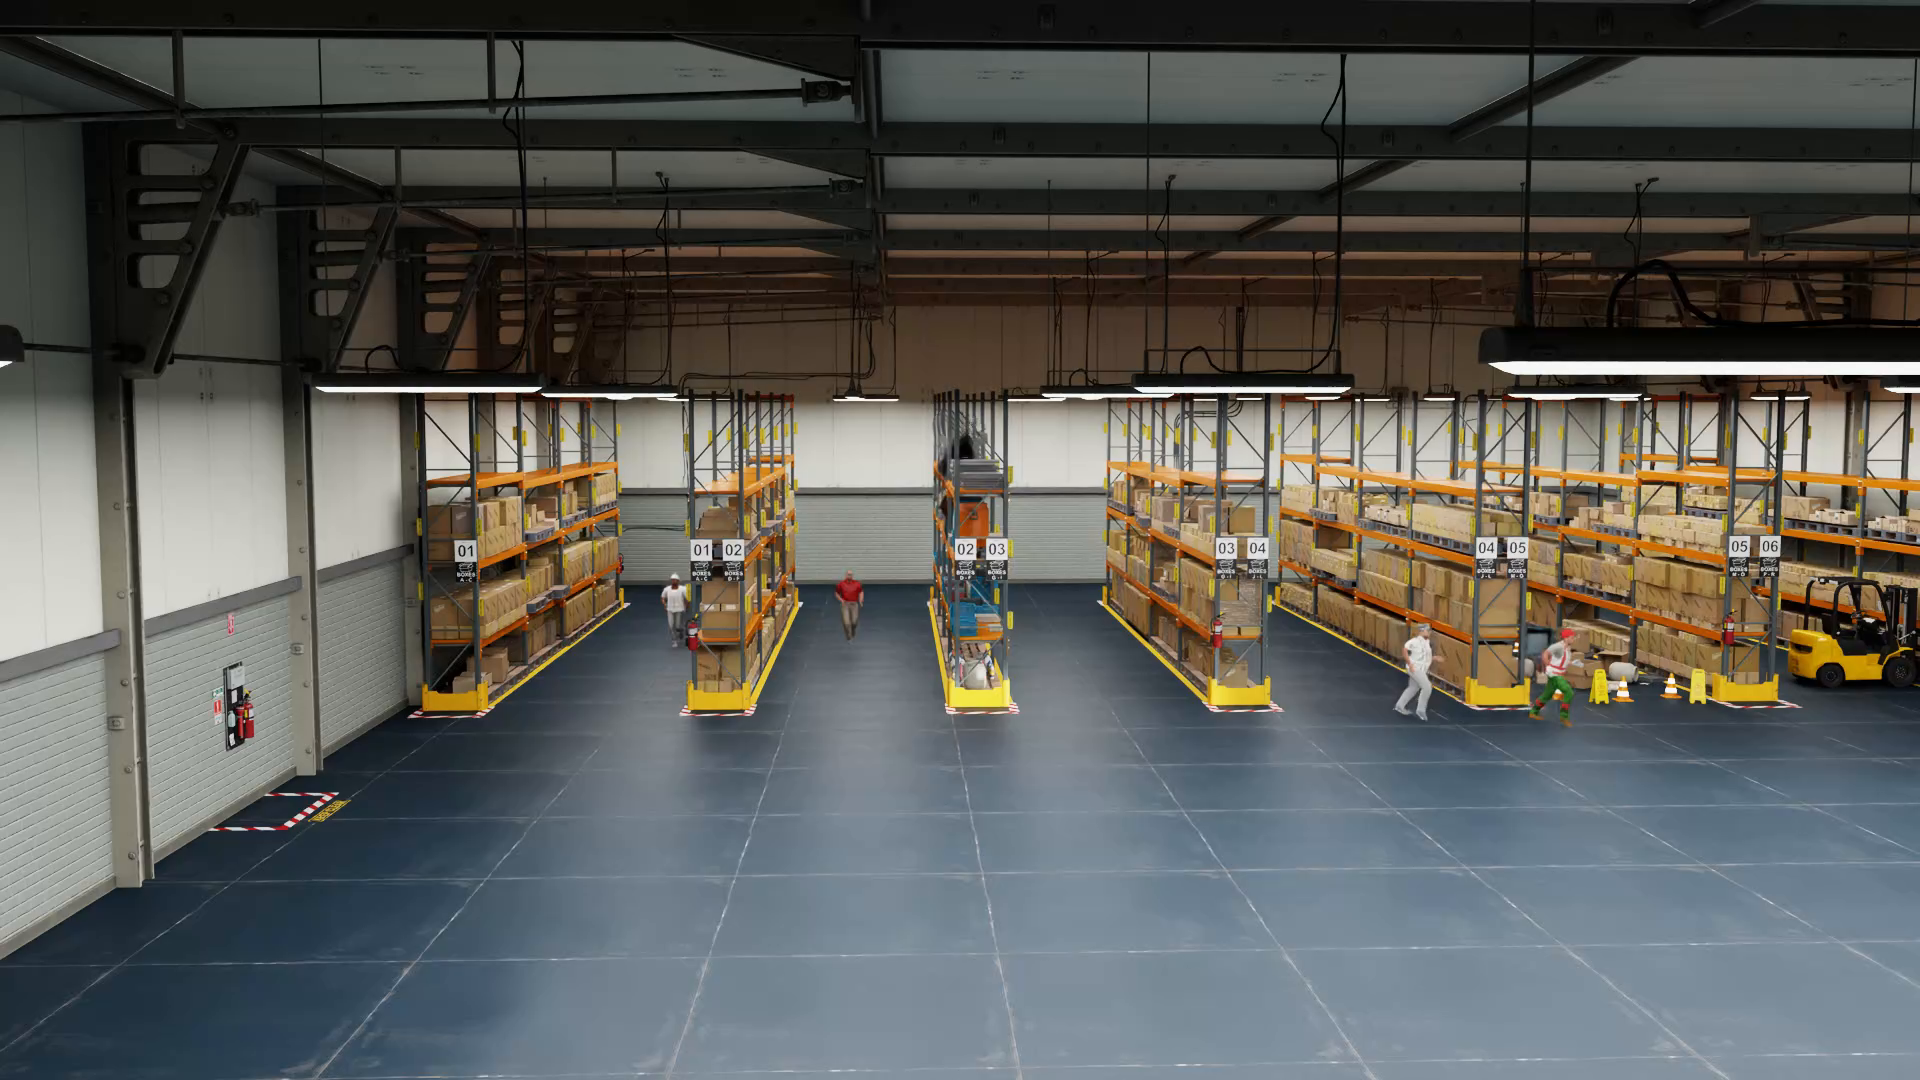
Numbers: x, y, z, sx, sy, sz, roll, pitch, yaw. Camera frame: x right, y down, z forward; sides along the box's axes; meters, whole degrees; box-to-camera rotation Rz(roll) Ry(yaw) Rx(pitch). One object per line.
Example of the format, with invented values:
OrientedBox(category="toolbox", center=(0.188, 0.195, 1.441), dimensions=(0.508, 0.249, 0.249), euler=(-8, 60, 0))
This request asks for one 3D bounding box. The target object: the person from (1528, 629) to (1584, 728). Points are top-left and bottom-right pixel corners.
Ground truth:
OrientedBox(category="person", center=(10.605, 2.451, 29.646), dimensions=(0.898, 1.776, 0.671), euler=(3, 6, 36))

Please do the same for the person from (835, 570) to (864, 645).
OrientedBox(category="person", center=(-2.518, 1.521, 37.851), dimensions=(0.665, 1.685, 0.603), euler=(-1, 5, -8))

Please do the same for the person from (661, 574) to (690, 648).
OrientedBox(category="person", center=(-6.730, 1.666, 39.313), dimensions=(0.702, 1.726, 0.598), euler=(0, 5, 1))

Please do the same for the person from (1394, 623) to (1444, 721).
OrientedBox(category="person", center=(8.350, 2.405, 30.298), dimensions=(0.888, 1.834, 0.592), euler=(3, 5, 29))

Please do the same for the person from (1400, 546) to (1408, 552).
OrientedBox(category="person", center=(13.104, 0.907, 49.265), dimensions=(0.553, 1.617, 0.570), euler=(0, 5, 0))
